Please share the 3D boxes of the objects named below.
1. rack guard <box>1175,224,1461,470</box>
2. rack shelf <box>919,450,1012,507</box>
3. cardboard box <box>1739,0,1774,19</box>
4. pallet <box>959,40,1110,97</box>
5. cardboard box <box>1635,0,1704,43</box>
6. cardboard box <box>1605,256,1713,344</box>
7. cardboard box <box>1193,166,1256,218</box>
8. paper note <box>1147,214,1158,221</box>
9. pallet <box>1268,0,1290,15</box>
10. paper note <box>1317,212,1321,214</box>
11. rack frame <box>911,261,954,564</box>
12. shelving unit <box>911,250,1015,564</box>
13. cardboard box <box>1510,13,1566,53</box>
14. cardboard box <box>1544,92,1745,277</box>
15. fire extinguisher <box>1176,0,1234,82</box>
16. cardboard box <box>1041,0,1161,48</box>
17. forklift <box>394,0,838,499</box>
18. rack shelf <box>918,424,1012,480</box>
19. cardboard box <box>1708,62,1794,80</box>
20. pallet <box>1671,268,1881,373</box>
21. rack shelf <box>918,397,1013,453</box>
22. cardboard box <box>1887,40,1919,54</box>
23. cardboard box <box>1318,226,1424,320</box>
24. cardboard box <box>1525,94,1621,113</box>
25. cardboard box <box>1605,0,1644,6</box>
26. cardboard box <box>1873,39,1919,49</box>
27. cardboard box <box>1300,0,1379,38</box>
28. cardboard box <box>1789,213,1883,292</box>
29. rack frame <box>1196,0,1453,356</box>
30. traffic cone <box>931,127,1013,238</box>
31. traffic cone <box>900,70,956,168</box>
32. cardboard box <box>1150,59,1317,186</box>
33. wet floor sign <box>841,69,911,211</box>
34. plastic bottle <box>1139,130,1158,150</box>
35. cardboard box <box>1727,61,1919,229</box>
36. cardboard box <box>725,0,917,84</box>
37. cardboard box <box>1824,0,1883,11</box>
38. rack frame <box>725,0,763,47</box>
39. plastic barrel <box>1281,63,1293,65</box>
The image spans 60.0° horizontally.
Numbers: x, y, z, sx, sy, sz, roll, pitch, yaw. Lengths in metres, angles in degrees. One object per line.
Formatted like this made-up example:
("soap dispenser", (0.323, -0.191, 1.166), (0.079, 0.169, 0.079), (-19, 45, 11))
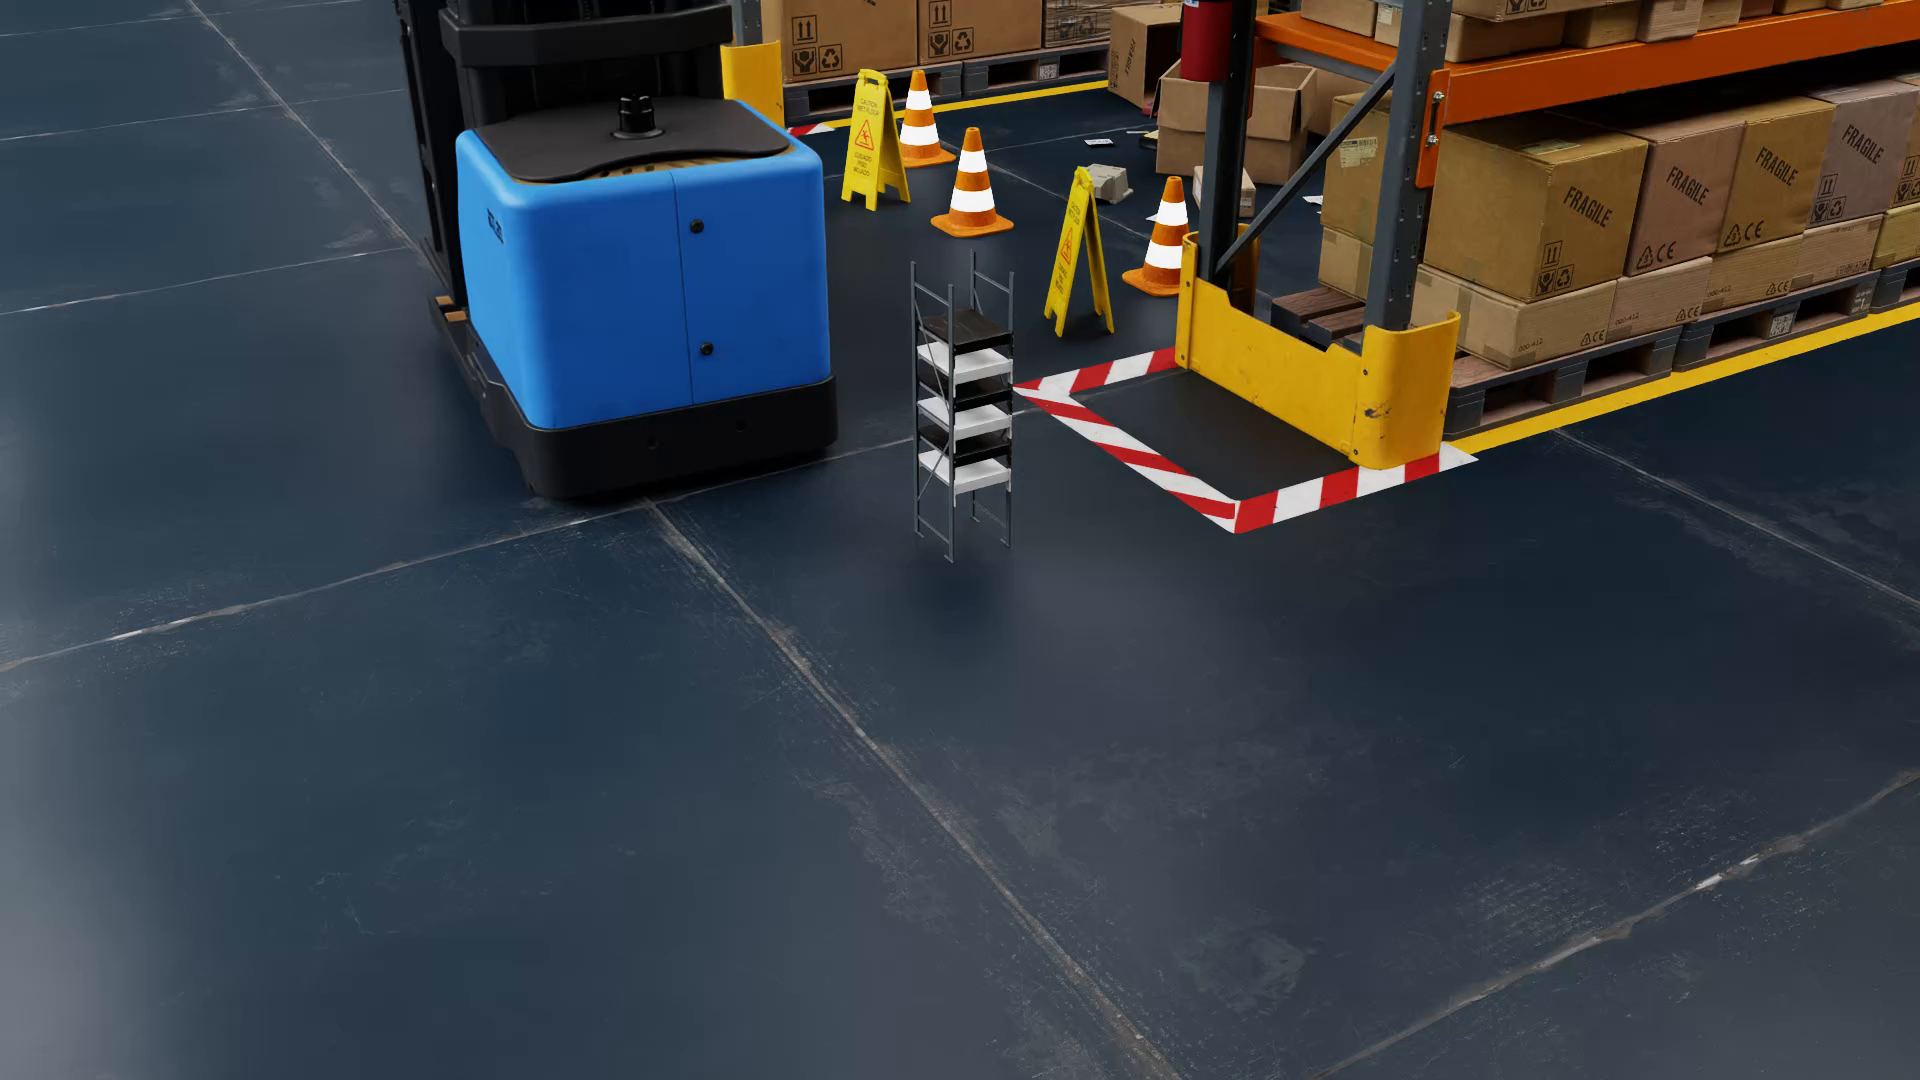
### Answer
("rack guard", (1.262, -0.732, 6.059), (0.348, 0.500, 1.175), (-16, 33, -26))
("rack shelf", (0.007, -0.209, 5.139), (0.200, 0.077, 0.258), (-16, 33, -26))
("cardboard box", (2.720, -2.003, 6.036), (0.250, 0.149, 0.380), (-15, 32, -25))
("pallet", (0.302, -3.149, 10.738), (1.213, 0.211, 1.003), (-16, 33, -26))
("cardboard box", (2.316, -1.836, 5.733), (0.250, 0.149, 0.380), (-15, 32, -26))
("cardboard box", (2.476, -0.992, 6.353), (0.500, 0.250, 0.500), (-15, 32, -25))
("cardboard box", (1.302, -1.722, 8.216), (0.250, 0.149, 0.380), (0, 29, 0))
("paper note", (1.003, -1.568, 8.060), (0.148, 0.019, 0.142), (22, 36, 34))
("pallet", (2.677, -3.823, 11.960), (1.213, 0.211, 1.003), (-16, 33, -26))
("paper note", (1.811, -1.615, 8.165), (0.123, 0.001, 0.032), (-16, 33, -26))
("rack frame", (-0.081, -0.371, 4.991), (0.006, 0.900, 0.240), (-16, 33, -26))
("shelving unit", (0.007, -0.396, 5.036), (0.210, 0.900, 0.258), (-16, 33, -26))
("cardboard box", (1.805, -1.762, 5.599), (0.250, 0.149, 0.380), (-15, 32, -26))
("cardboard box", (2.501, -1.334, 6.198), (0.500, 0.500, 0.500), (-17, 33, -28))
("fire extinguisher", (0.864, -1.938, 5.737), (0.183, 0.674, 0.296), (-16, 33, -26))
("cardboard box", (0.697, -3.731, 10.670), (0.875, 0.875, 0.875), (-16, 33, -26))
("forklift", (-1.504, -2.105, 6.032), (1.130, 2.935, 3.031), (-13, 31, -22))
("rack shelf", (0.007, -0.288, 5.096), (0.200, 0.077, 0.258), (-16, 33, -26))
("cardboard box", (3.096, -1.801, 7.044), (0.500, 0.500, 0.500), (-14, 32, -24))
("pallet", (3.031, -1.086, 7.000), (1.213, 0.211, 1.003), (-16, 33, -26))
("rack shelf", (0.007, -0.367, 5.052), (0.200, 0.077, 0.258), (-16, 33, -26))
("cardboard box", (4.271, -1.838, 7.112), (0.500, 0.500, 0.500), (-16, 33, -27))
("cardboard box", (1.778, -1.103, 6.556), (0.500, 0.250, 0.500), (-16, 33, -27))
("cardboard box", (2.203, -1.550, 6.589), (0.500, 0.500, 0.500), (-15, 32, -25))
("cardboard box", (2.190, -2.110, 5.558), (0.500, 0.500, 0.500), (-15, 32, -25))
("cardboard box", (4.000, -2.063, 7.519), (0.500, 0.500, 0.500), (-14, 32, -24))
("cardboard box", (1.410, -1.878, 5.809), (0.250, 0.149, 0.380), (-15, 32, -25))
("cardboard box", (3.377, -1.253, 6.827), (0.500, 0.250, 0.500), (-15, 32, -26))
("rack frame", (1.196, -1.808, 5.421), (0.127, 3.000, 1.000), (-16, 33, -26))
("traffic cone", (0.058, -1.719, 7.885), (0.334, 0.463, 0.336), (-16, 33, -26))
("traffic cone", (-0.221, -2.273, 8.889), (0.334, 0.463, 0.336), (-16, 33, -26))
("cardboard box", (1.428, -2.199, 8.714), (0.797, 0.503, 0.637), (10, 30, 17))
("wet floor sign", (-0.420, -1.982, 8.174), (0.232, 0.644, 0.267), (-22, 36, -35))
("plastic bottle", (1.126, -2.232, 9.231), (0.133, 0.061, 0.283), (22, 36, 34))
("cardboard box", (3.394, -1.588, 6.658), (0.500, 0.500, 0.500), (-14, 32, -24))
("cardboard box", (-0.847, -3.292, 9.875), (0.875, 0.875, 0.875), (-16, 33, -26))
("cardboard box", (3.209, -2.093, 6.198), (0.250, 0.149, 0.380), (-16, 32, -26))
("rack frame", (-1.399, -3.845, 9.113), (0.127, 3.000, 1.000), (-16, 33, -26))
("plastic barrel", (1.849, -2.779, 9.848), (0.421, 0.421, 0.512), (5, 29, 8))
